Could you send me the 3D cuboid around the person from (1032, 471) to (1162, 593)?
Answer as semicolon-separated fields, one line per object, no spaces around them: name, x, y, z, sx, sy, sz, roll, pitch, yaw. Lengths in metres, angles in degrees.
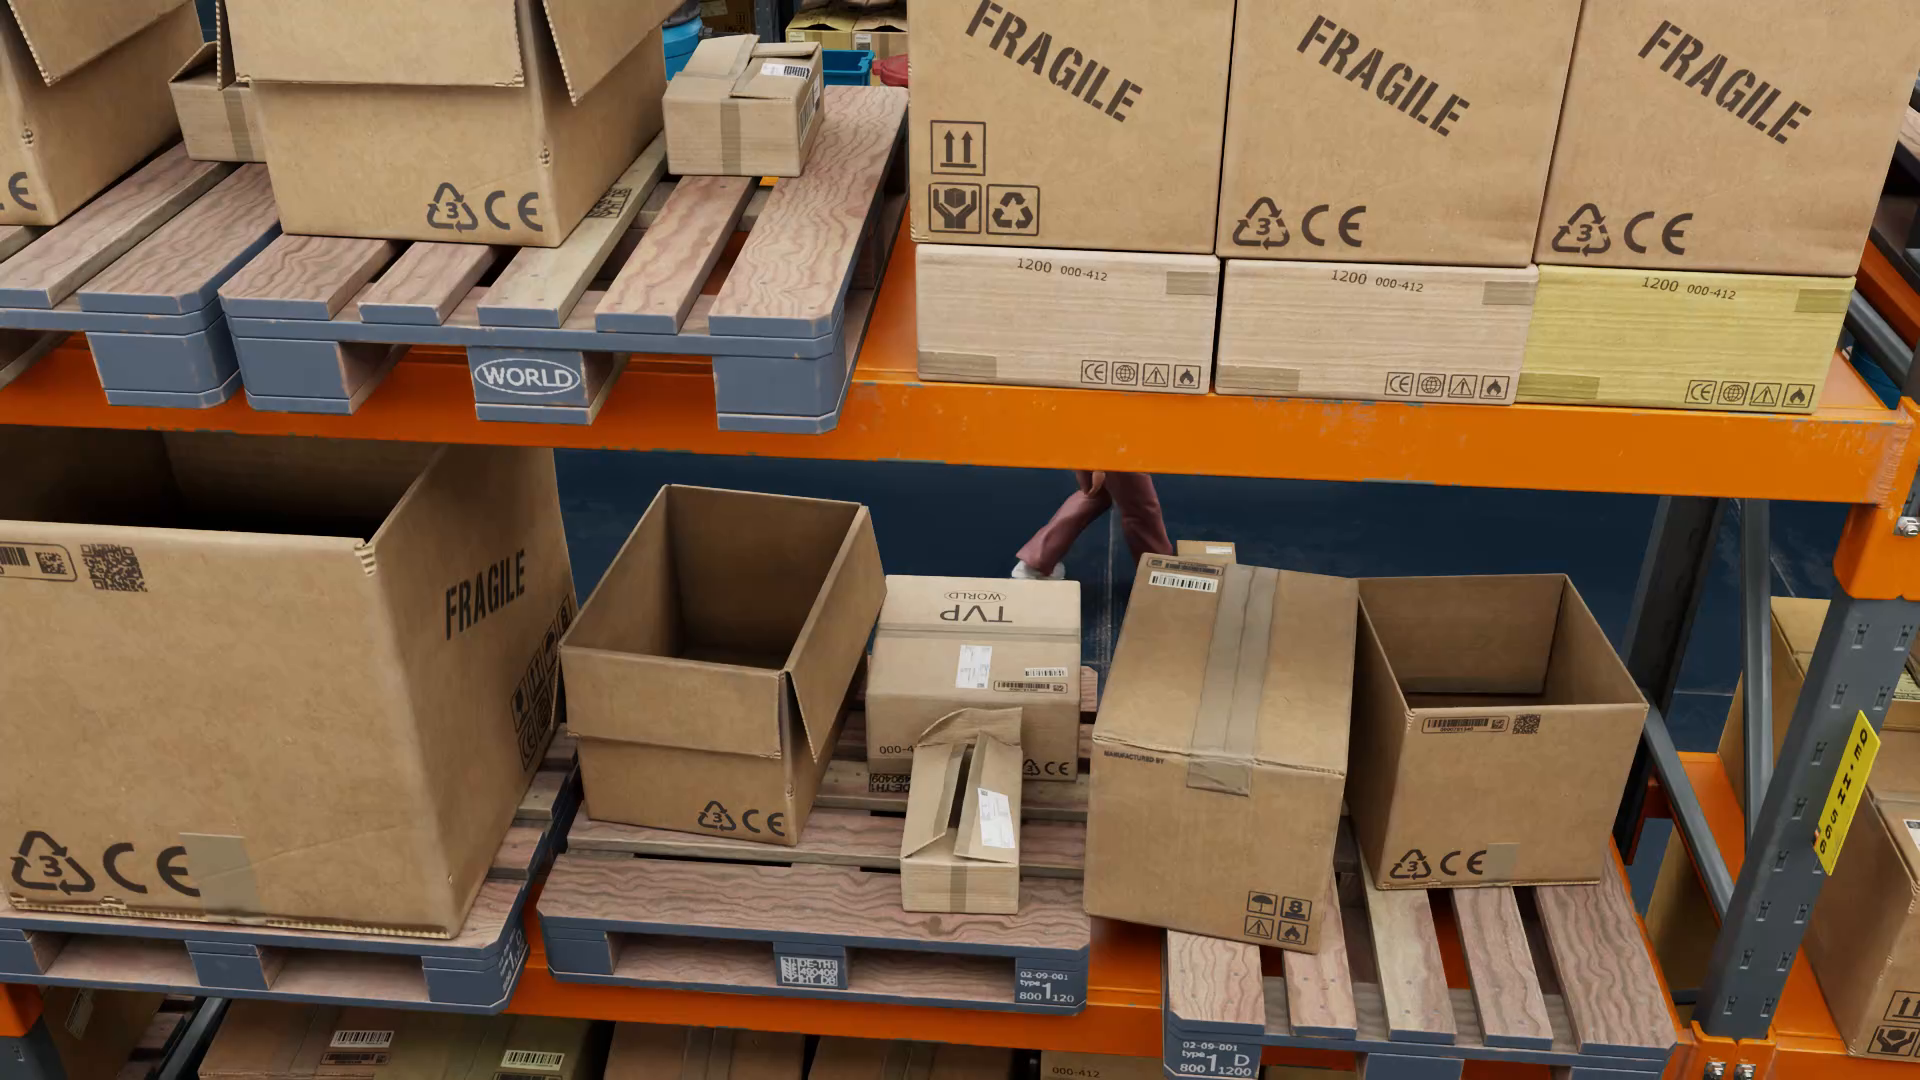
person;0.675;-0.459;6.869;0.734;1.644;0.518;-5;32;-8
